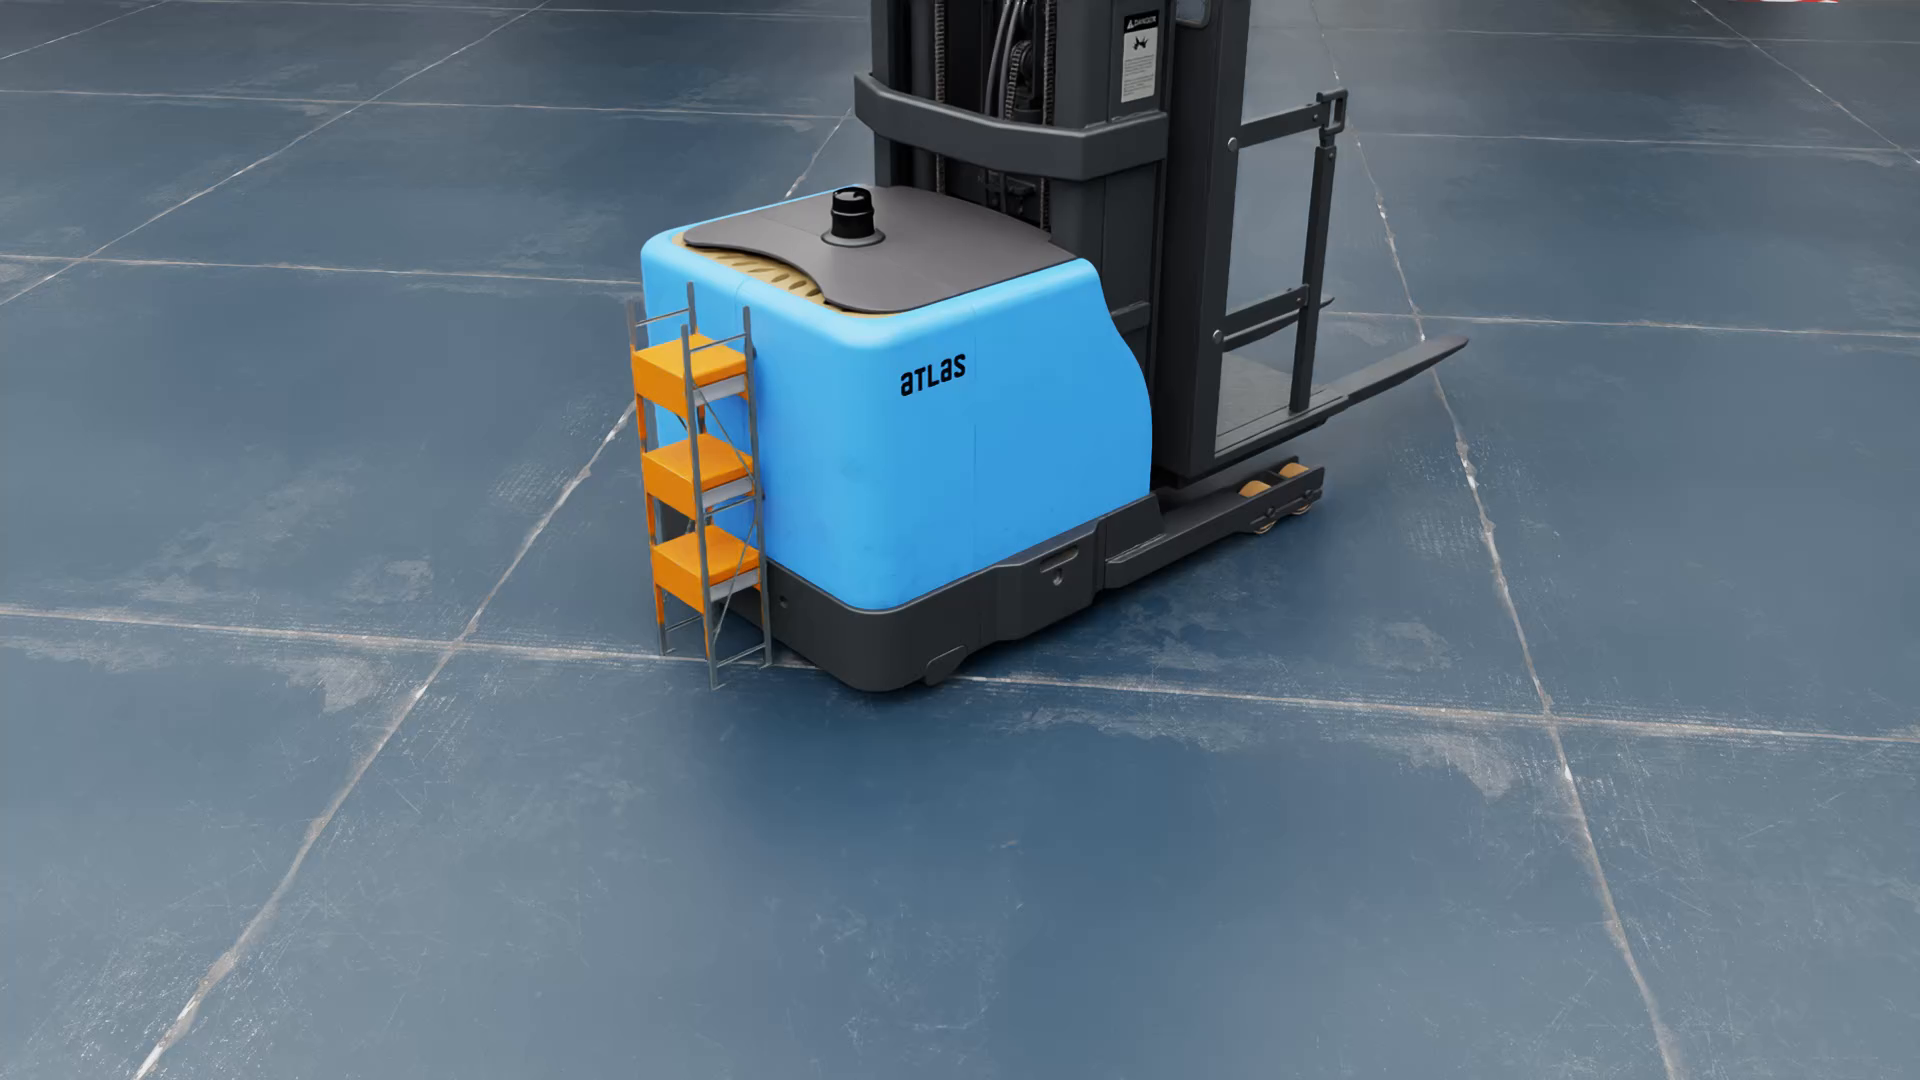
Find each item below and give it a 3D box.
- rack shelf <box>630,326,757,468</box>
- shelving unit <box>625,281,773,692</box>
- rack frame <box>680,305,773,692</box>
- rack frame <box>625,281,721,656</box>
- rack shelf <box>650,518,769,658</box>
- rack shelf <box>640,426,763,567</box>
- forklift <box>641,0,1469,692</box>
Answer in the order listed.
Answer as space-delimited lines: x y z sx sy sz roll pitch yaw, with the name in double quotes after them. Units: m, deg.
-0.678 -0.368 4.251 0.215 0.259 0.240 -23 36 -36 "rack shelf"
-0.678 -0.128 4.380 0.215 1.050 0.252 -23 36 -36 "shelving unit"
-0.596 -0.085 4.301 0.200 1.050 0.008 -23 36 -36 "rack frame"
-0.760 -0.171 4.460 0.200 1.050 0.008 -23 36 -36 "rack frame"
-0.678 0.126 4.517 0.215 0.259 0.240 -23 36 -36 "rack shelf"
-0.678 -0.119 4.385 0.215 0.259 0.240 -23 36 -36 "rack shelf"
0.544 -1.474 4.896 3.031 2.935 1.130 -23 36 -36 "forklift"
